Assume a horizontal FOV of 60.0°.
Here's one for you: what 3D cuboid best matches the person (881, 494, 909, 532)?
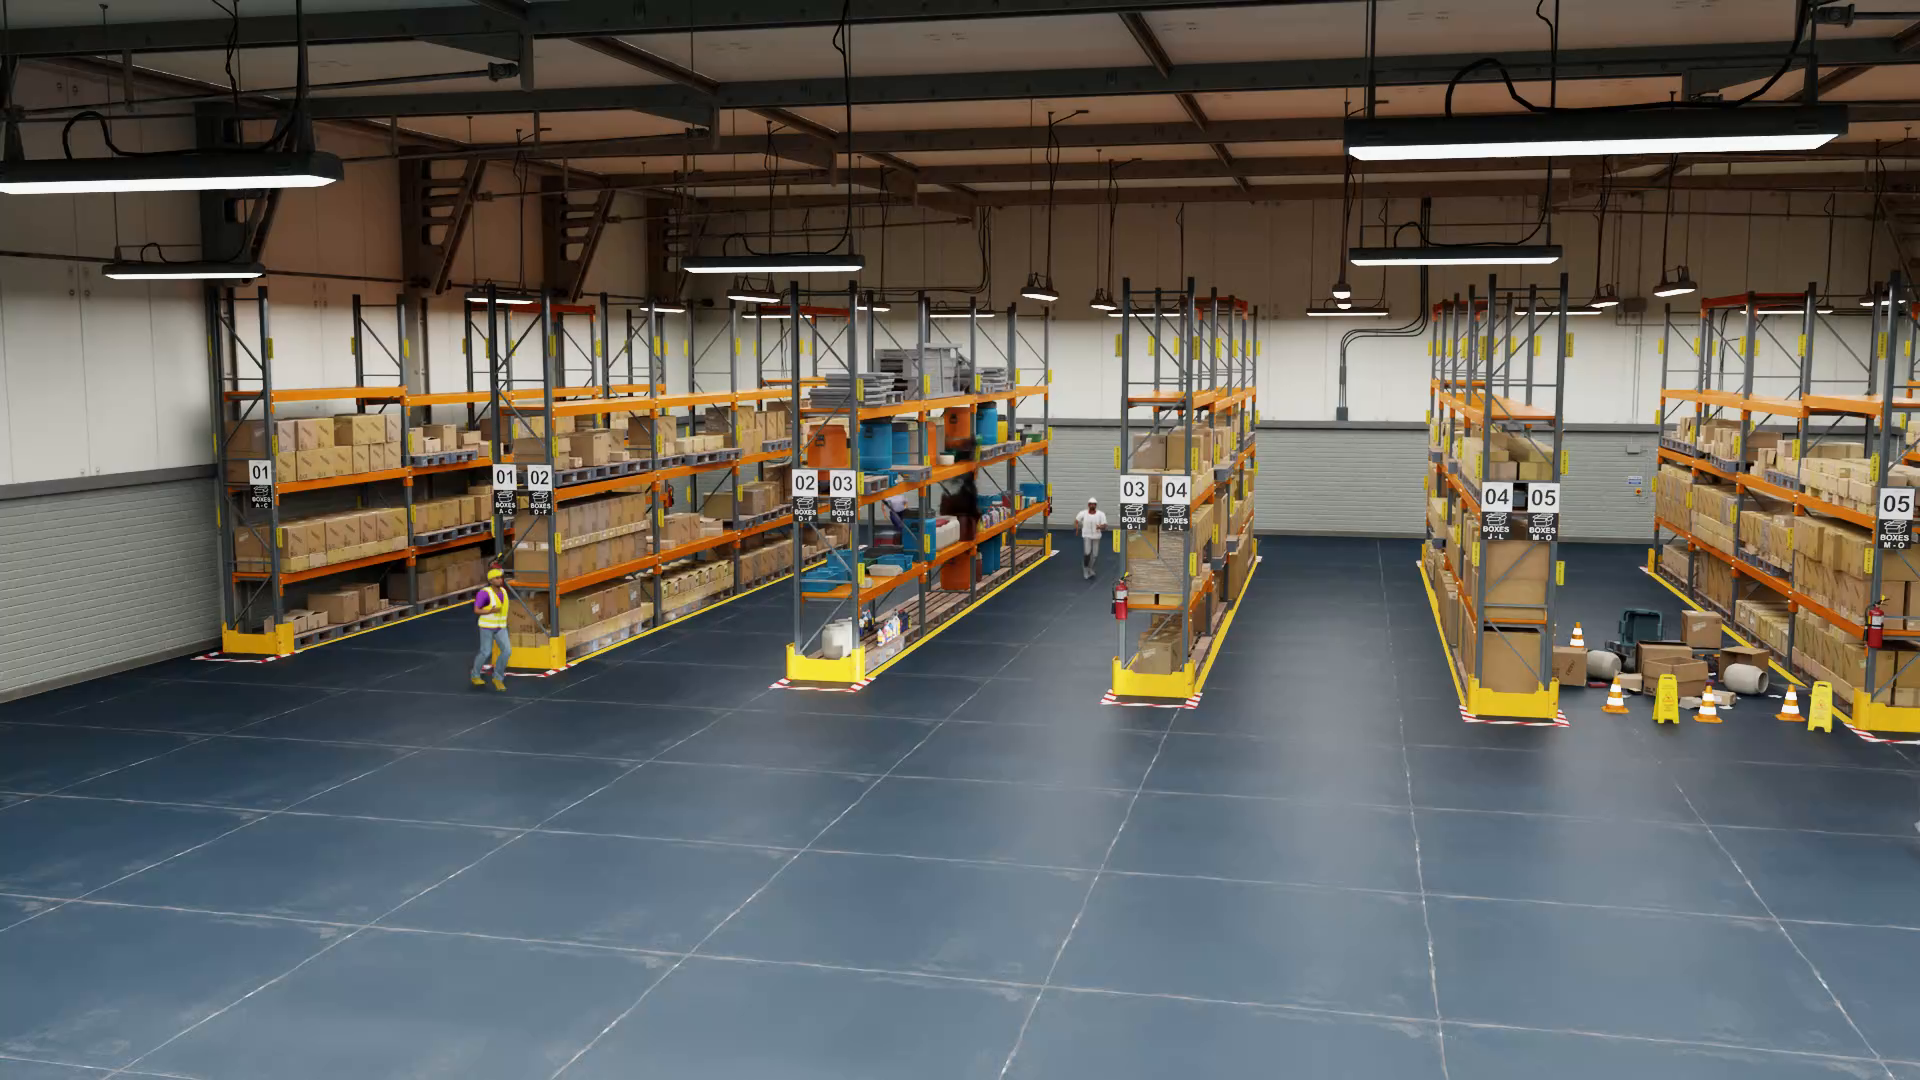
[{"bbox_3d":[-1.519,-0.555,41.403,0.643,1.636,0.822,-5,8,-35],"label":"person"}]

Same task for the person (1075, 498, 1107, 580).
[{"bbox_3d":[2.863,-0.031,36.258,0.669,1.787,0.720,0,7,-2],"label":"person"}]

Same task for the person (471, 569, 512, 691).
[{"bbox_3d":[-6.869,1.331,24.521,0.743,1.824,0.696,5,8,38],"label":"person"}]

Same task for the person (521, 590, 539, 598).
[{"bbox_3d":[-7.600,0.844,29.555,0.546,1.567,0.657,1,7,8],"label":"person"}]
